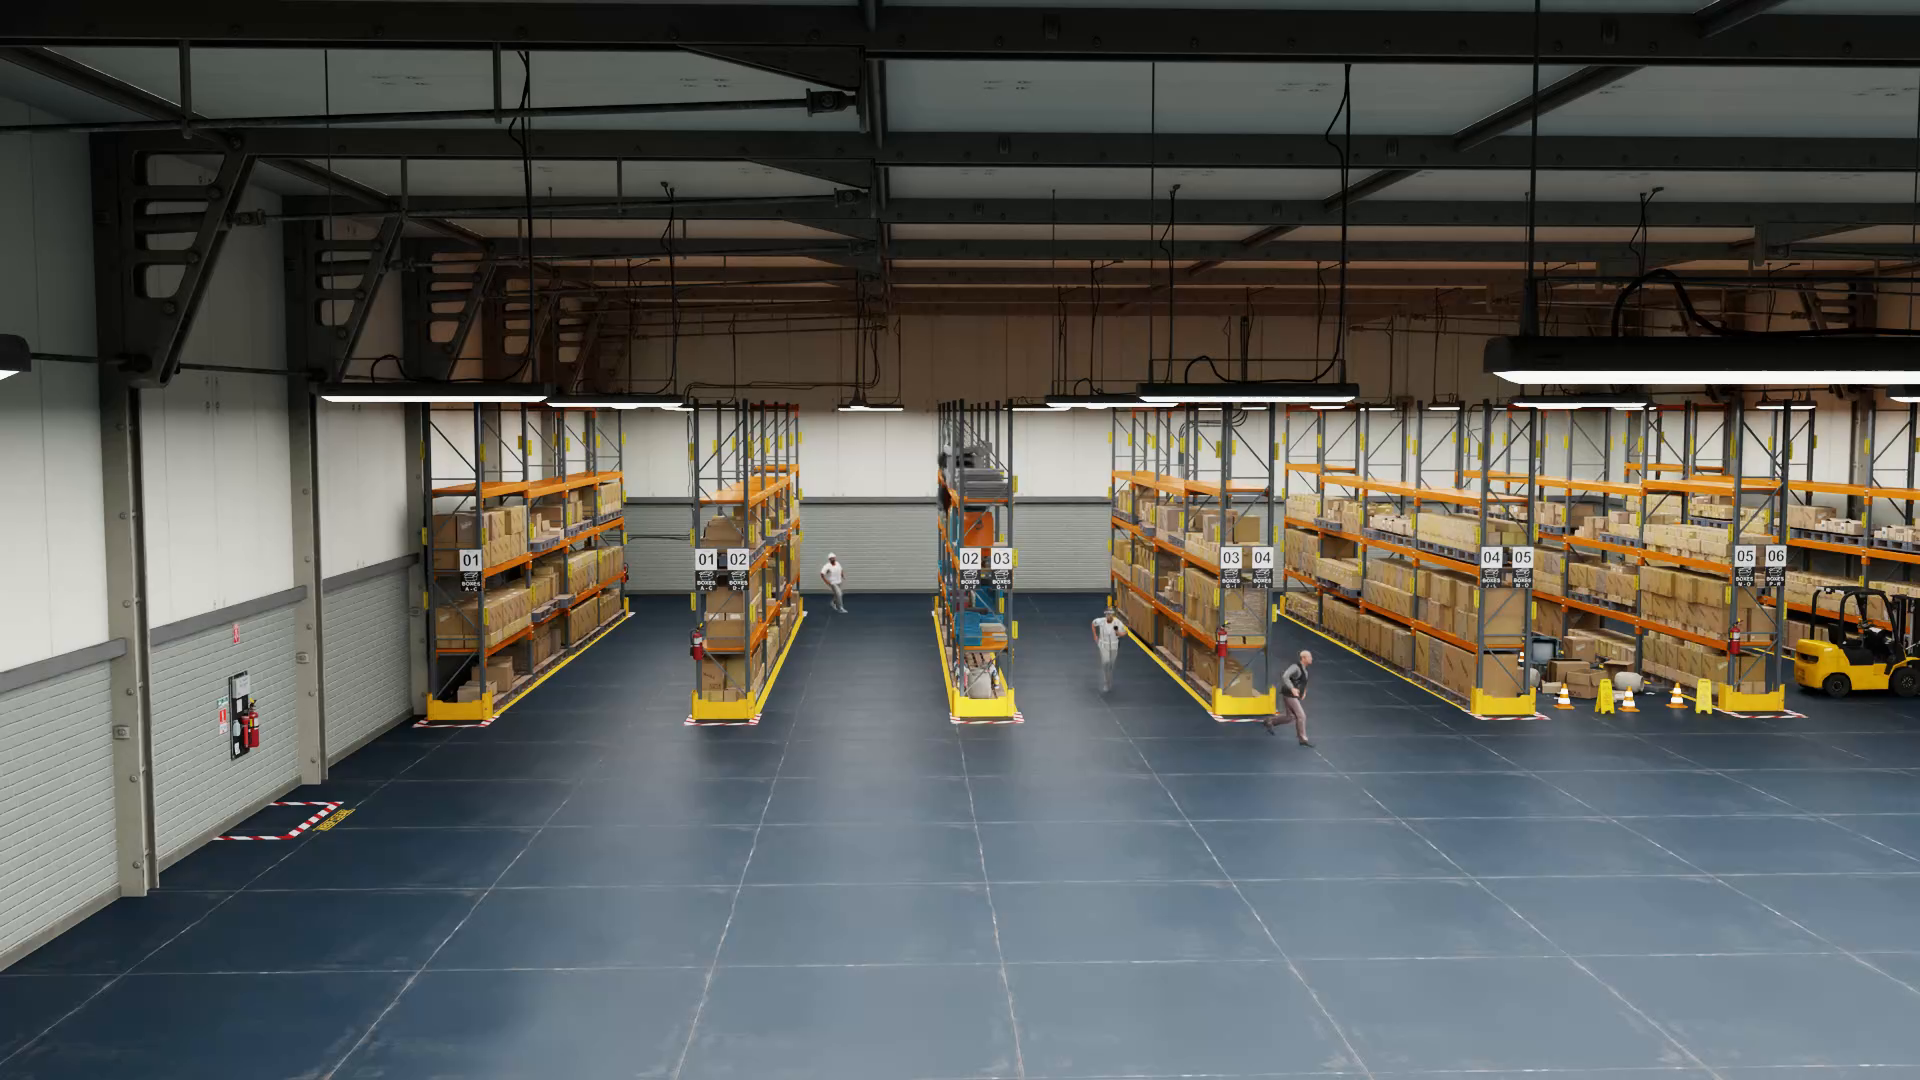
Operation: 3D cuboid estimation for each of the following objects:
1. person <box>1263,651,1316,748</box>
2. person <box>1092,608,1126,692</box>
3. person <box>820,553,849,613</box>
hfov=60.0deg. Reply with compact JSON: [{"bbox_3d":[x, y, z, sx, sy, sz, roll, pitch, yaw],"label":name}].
[{"bbox_3d":[5.667,2.716,28.701,0.981,1.663,0.668,3,5,37],"label":"person"},{"bbox_3d":[3.081,2.252,34.488,0.649,1.778,0.961,-1,4,-7],"label":"person"},{"bbox_3d":[-3.609,1.236,47.700,0.764,1.721,0.783,-4,6,-43],"label":"person"}]
